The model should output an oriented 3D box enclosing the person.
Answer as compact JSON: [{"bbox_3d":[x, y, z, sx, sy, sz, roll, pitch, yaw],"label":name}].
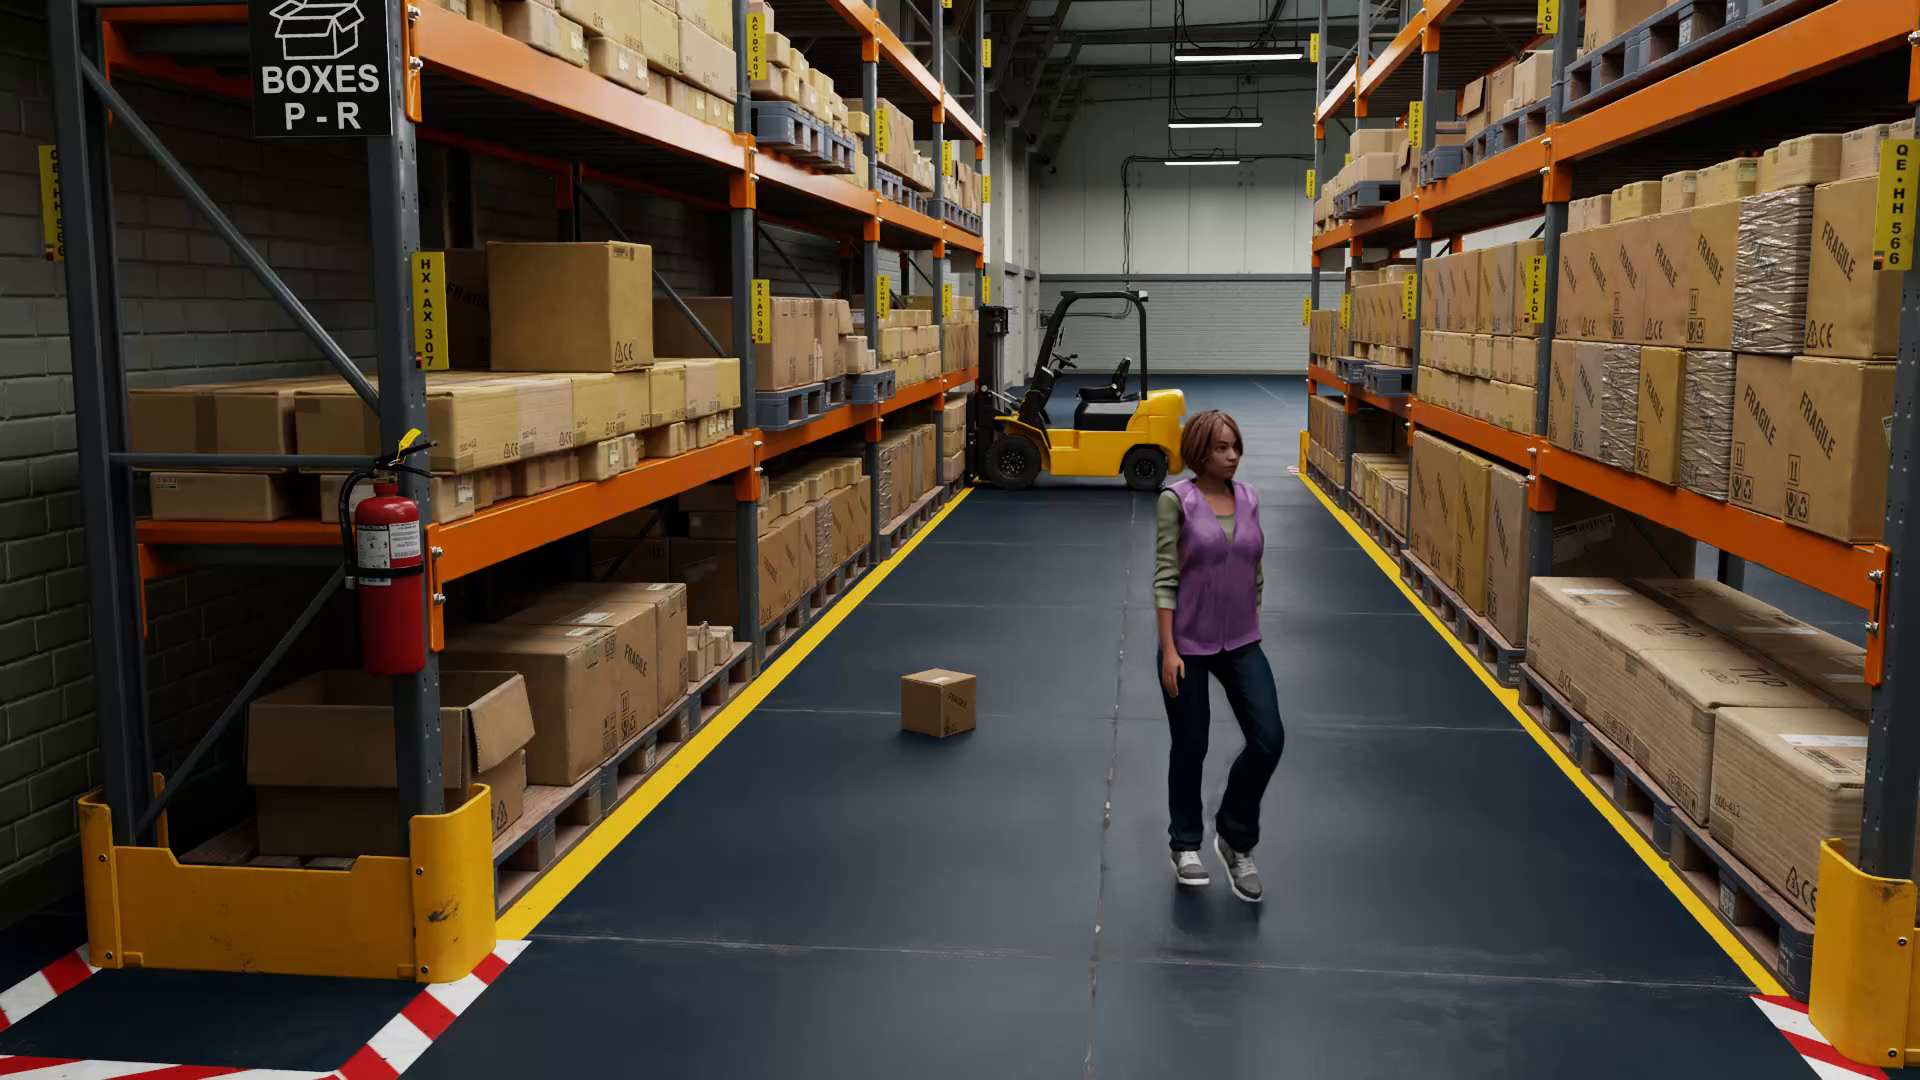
[{"bbox_3d":[0.825,0.384,5.470,0.430,1.626,0.451,-2,8,-15],"label":"person"}]
